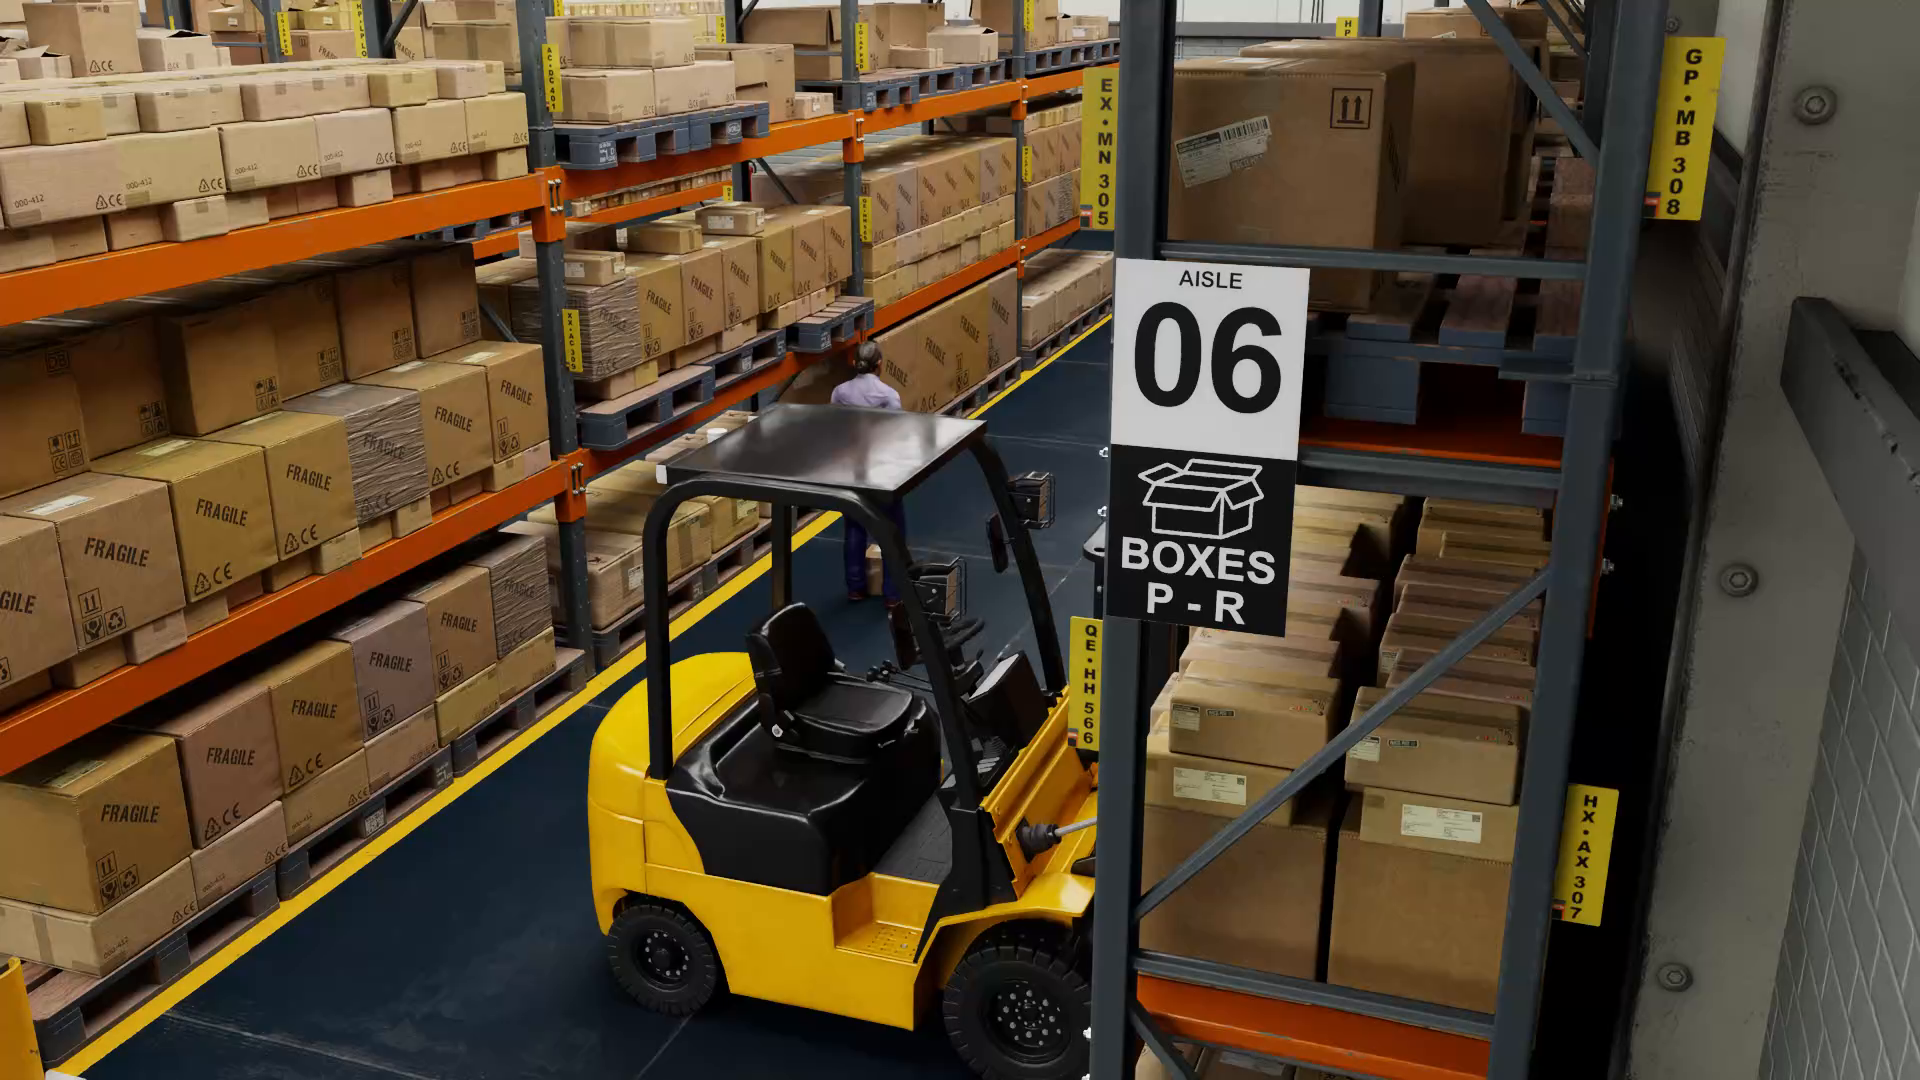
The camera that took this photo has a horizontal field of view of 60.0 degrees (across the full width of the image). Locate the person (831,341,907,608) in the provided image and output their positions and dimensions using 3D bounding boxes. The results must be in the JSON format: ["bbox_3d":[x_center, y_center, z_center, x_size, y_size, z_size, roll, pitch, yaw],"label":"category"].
[{"bbox_3d":[-0.541,-0.406,10.267,0.541,1.652,0.377,6,20,18],"label":"person"}]
